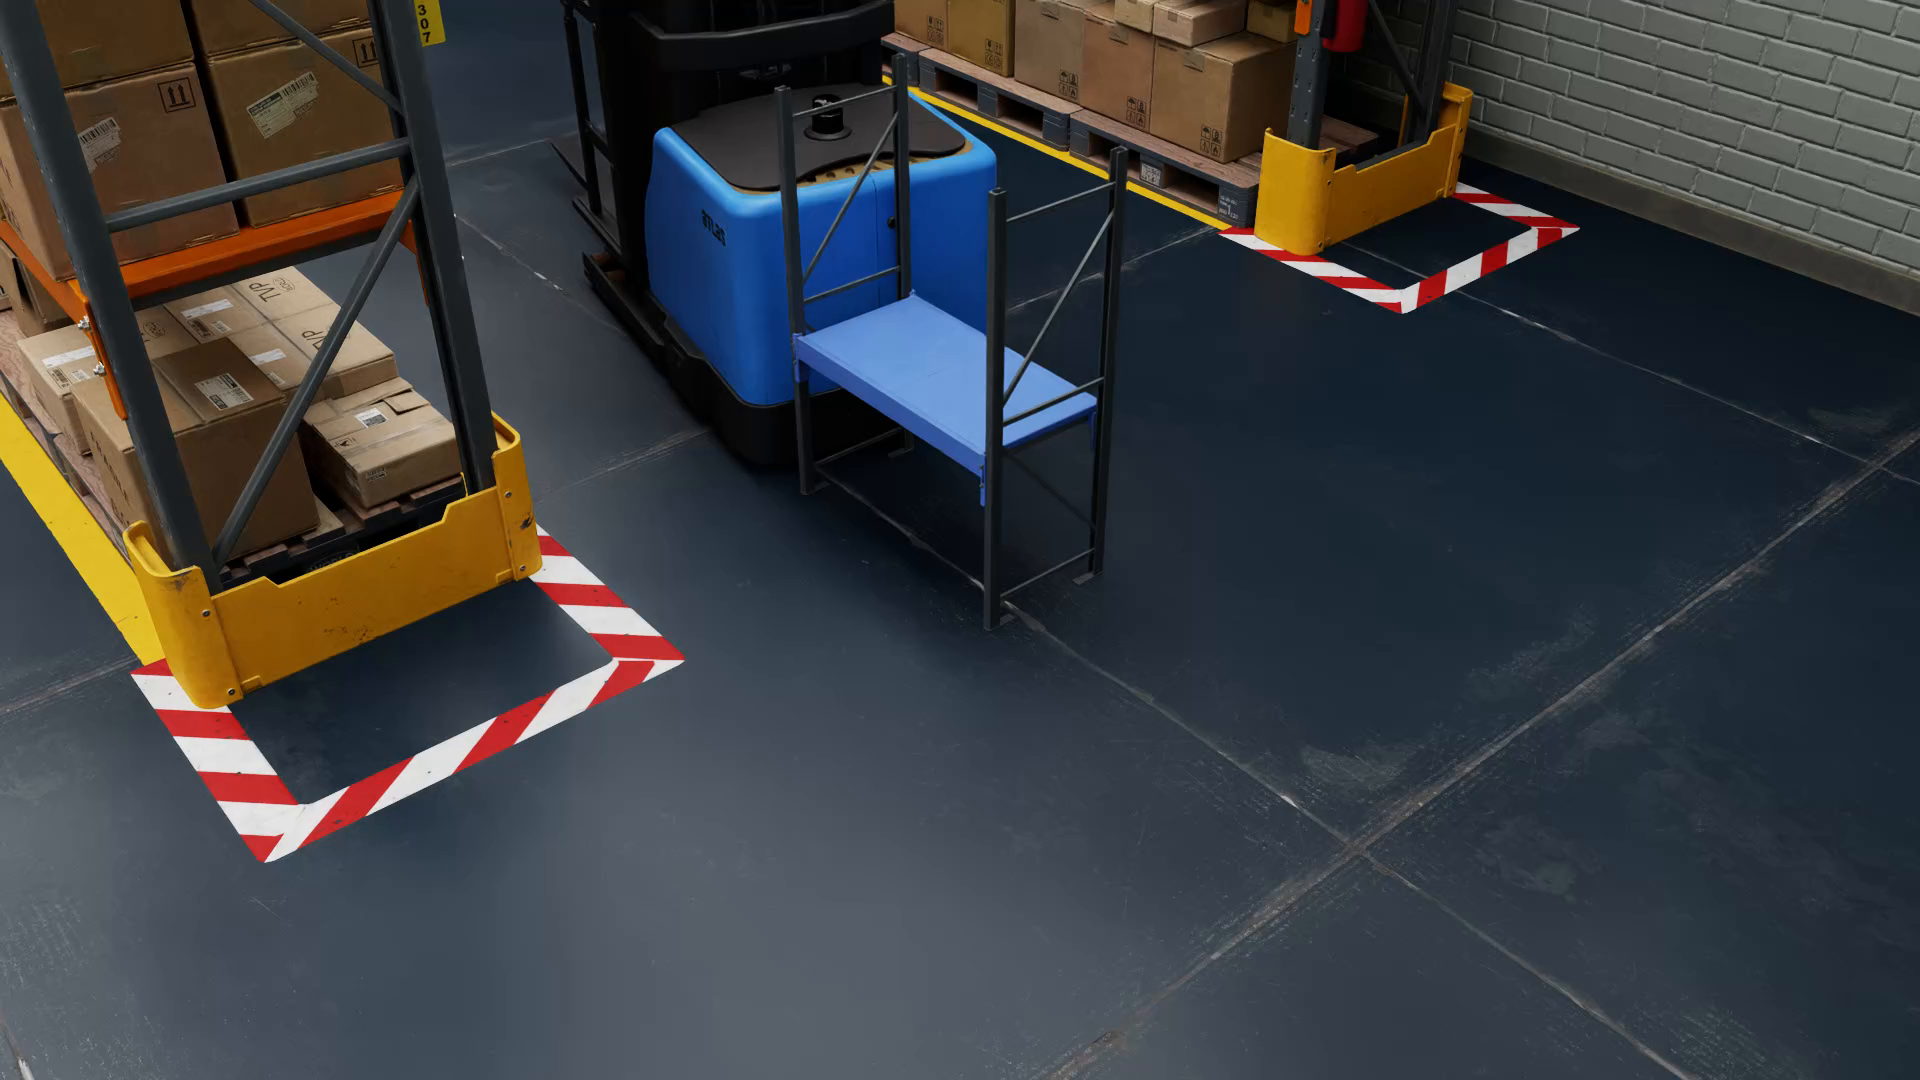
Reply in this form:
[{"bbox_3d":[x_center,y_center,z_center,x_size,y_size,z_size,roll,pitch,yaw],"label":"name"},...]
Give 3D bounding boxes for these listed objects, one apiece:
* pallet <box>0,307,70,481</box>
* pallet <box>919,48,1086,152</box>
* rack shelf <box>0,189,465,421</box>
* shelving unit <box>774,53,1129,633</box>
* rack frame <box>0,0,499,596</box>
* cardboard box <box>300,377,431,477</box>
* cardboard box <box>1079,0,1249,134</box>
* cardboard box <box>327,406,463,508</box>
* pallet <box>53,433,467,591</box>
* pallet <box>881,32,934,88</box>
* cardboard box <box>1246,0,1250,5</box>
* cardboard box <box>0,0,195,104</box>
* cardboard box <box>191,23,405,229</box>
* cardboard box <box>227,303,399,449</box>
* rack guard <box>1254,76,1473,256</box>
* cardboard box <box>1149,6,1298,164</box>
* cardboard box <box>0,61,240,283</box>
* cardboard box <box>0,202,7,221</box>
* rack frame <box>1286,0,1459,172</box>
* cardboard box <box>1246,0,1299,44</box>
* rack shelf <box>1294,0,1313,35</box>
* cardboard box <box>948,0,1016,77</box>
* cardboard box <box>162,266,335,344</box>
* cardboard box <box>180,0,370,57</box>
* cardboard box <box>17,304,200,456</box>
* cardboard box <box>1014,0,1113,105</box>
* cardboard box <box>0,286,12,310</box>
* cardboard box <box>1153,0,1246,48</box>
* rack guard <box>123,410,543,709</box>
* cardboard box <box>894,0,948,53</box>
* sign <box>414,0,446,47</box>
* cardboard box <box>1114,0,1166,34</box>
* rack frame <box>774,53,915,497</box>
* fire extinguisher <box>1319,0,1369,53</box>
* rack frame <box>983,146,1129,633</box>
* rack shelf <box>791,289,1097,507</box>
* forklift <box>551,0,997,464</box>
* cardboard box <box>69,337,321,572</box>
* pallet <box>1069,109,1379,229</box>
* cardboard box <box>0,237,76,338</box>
[{"bbox_3d":[-3.242,-0.742,6.616,1.003,0.211,1.213,-26,43,-32],"label":"pallet"},{"bbox_3d":[0.528,-2.530,9.140,1.003,0.211,1.213,-26,43,-32],"label":"pallet"},{"bbox_3d":[-3.185,-1.546,5.960,1.077,0.370,4.000,-26,43,-32],"label":"rack shelf"},{"bbox_3d":[-0.047,-0.639,5.354,0.538,1.500,1.048,-26,43,-31],"label":"shelving unit"},{"bbox_3d":[-1.895,-0.957,4.506,1.000,3.000,0.127,-26,43,-32],"label":"rack frame"},{"bbox_3d":[-2.064,-0.403,5.795,0.380,0.166,0.250,-26,43,-32],"label":"cardboard box"},{"bbox_3d":[1.036,-2.450,8.413,0.700,0.500,0.500,-26,43,-32],"label":"cardboard box"},{"bbox_3d":[-1.903,-0.286,5.644,0.380,0.149,0.250,-26,43,-32],"label":"cardboard box"},{"bbox_3d":[-2.459,-0.204,5.855,1.003,0.211,1.213,-26,43,-32],"label":"pallet"},{"bbox_3d":[-0.263,-3.069,9.901,1.003,0.211,1.213,-26,43,-32],"label":"pallet"},{"bbox_3d":[1.265,-2.736,8.257,0.380,0.149,0.250,-26,43,-32],"label":"cardboard box"},{"bbox_3d":[-2.392,-1.499,4.320,0.500,0.500,0.500,-26,43,-32],"label":"cardboard box"},{"bbox_3d":[-1.980,-1.292,4.892,0.500,0.500,0.500,-25,42,-31],"label":"cardboard box"},{"bbox_3d":[-2.352,-0.581,5.973,0.500,0.250,0.500,-26,43,-32],"label":"cardboard box"},{"bbox_3d":[1.902,-1.775,7.824,1.175,0.500,0.348,-26,43,-32],"label":"rack guard"},{"bbox_3d":[1.359,-2.229,8.101,0.700,0.500,0.500,-26,43,-32],"label":"cardboard box"},{"bbox_3d":[-2.392,-1.094,4.612,0.500,0.500,0.500,-25,42,-30],"label":"cardboard box"},{"bbox_3d":[-2.729,-1.321,4.934,0.500,0.500,0.500,-26,43,-31],"label":"cardboard box"},{"bbox_3d":[1.887,-2.806,7.117,1.000,3.000,0.127,-26,43,-32],"label":"rack frame"},{"bbox_3d":[1.592,-2.513,7.941,0.380,0.149,0.250,-26,43,-31],"label":"cardboard box"},{"bbox_3d":[0.596,-3.395,8.571,1.077,0.370,4.000,-26,43,-32],"label":"rack shelf"},{"bbox_3d":[0.361,-2.904,9.055,0.700,0.500,0.500,-25,42,-31],"label":"cardboard box"},{"bbox_3d":[-2.674,-0.802,6.285,0.500,0.250,0.500,-26,43,-32],"label":"cardboard box"},{"bbox_3d":[-1.980,-1.700,4.603,0.500,0.500,0.500,-25,42,-30],"label":"cardboard box"},{"bbox_3d":[-3.024,-0.593,5.990,0.500,0.250,0.500,-26,43,-32],"label":"cardboard box"},{"bbox_3d":[0.711,-2.672,8.726,0.700,0.500,0.500,-28,44,-33],"label":"cardboard box"},{"bbox_3d":[-3.805,-1.102,6.781,0.380,0.166,0.250,-26,43,-32],"label":"cardboard box"},{"bbox_3d":[1.137,-2.482,7.898,0.380,0.149,0.250,-27,43,-32],"label":"cardboard box"},{"bbox_3d":[-1.944,0.030,5.275,1.175,0.500,0.348,-26,43,-32],"label":"rack guard"},{"bbox_3d":[0.032,-3.132,9.376,0.700,0.500,0.500,-26,43,-32],"label":"cardboard box"},{"bbox_3d":[-1.480,-1.512,4.541,0.100,0.325,0.005,-26,43,-32],"label":"sign"},{"bbox_3d":[0.971,-2.595,8.057,0.380,0.149,0.250,-25,42,-31],"label":"cardboard box"},{"bbox_3d":[-0.371,-0.865,5.674,0.500,1.500,0.032,-26,43,-31],"label":"rack frame"},{"bbox_3d":[1.632,-2.383,6.910,0.296,0.674,0.183,-26,43,-32],"label":"fire extinguisher"},{"bbox_3d":[0.277,-0.412,5.035,0.500,1.500,0.032,-26,43,-31],"label":"rack frame"},{"bbox_3d":[-0.047,-0.492,5.458,0.538,0.185,1.000,-26,43,-31],"label":"rack shelf"},{"bbox_3d":[-0.992,-2.302,6.465,1.130,2.935,3.031,-17,39,-23],"label":"forklift"},{"bbox_3d":[-2.434,-0.264,5.310,0.500,0.500,0.500,-26,43,-32],"label":"cardboard box"},{"bbox_3d":[1.311,-1.992,8.380,1.003,0.211,1.213,-26,43,-32],"label":"pallet"},{"bbox_3d":[-3.260,-1.056,6.425,0.797,0.503,0.637,-26,43,-32],"label":"cardboard box"}]
